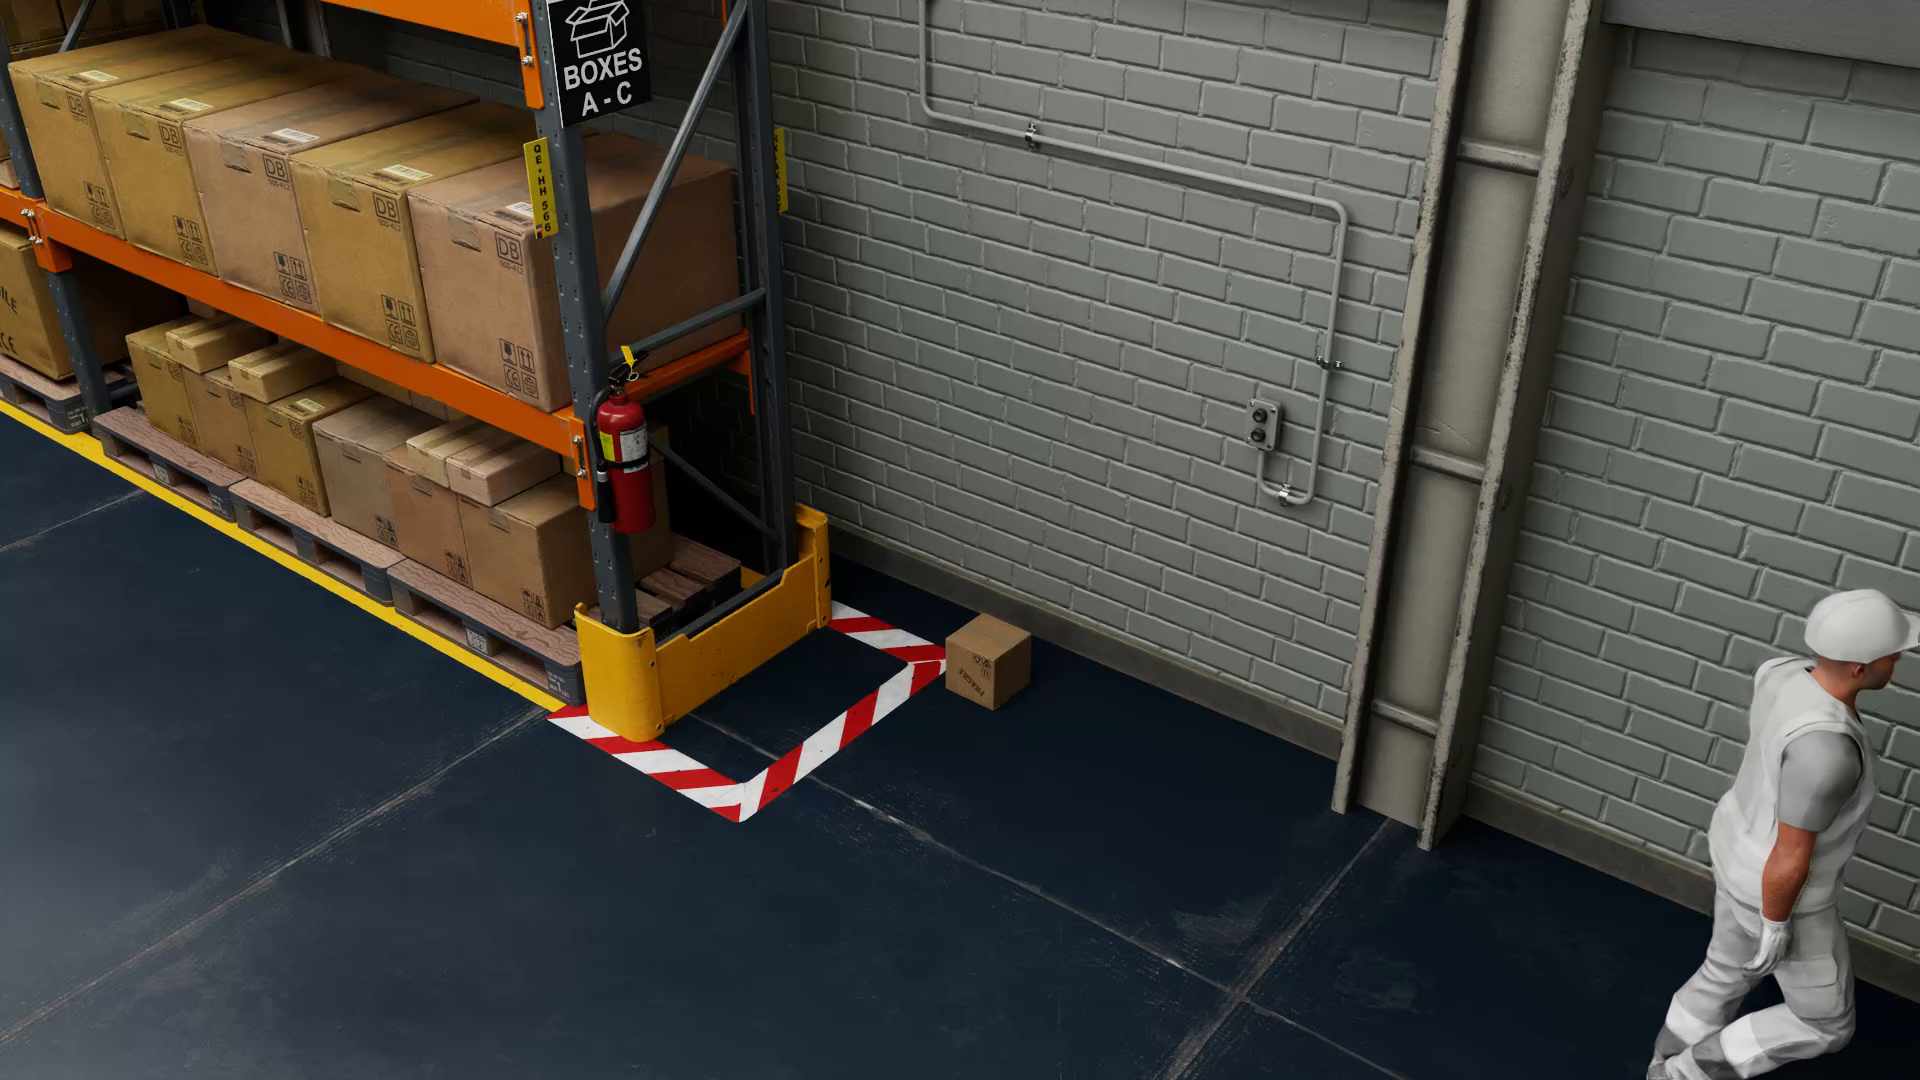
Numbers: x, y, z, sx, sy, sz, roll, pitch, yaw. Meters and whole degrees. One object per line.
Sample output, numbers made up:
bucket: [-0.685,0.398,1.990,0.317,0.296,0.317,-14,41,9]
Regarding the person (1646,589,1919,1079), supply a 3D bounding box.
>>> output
person: [2.226,0.909,4.506,0.454,1.783,0.582,6,31,10]
